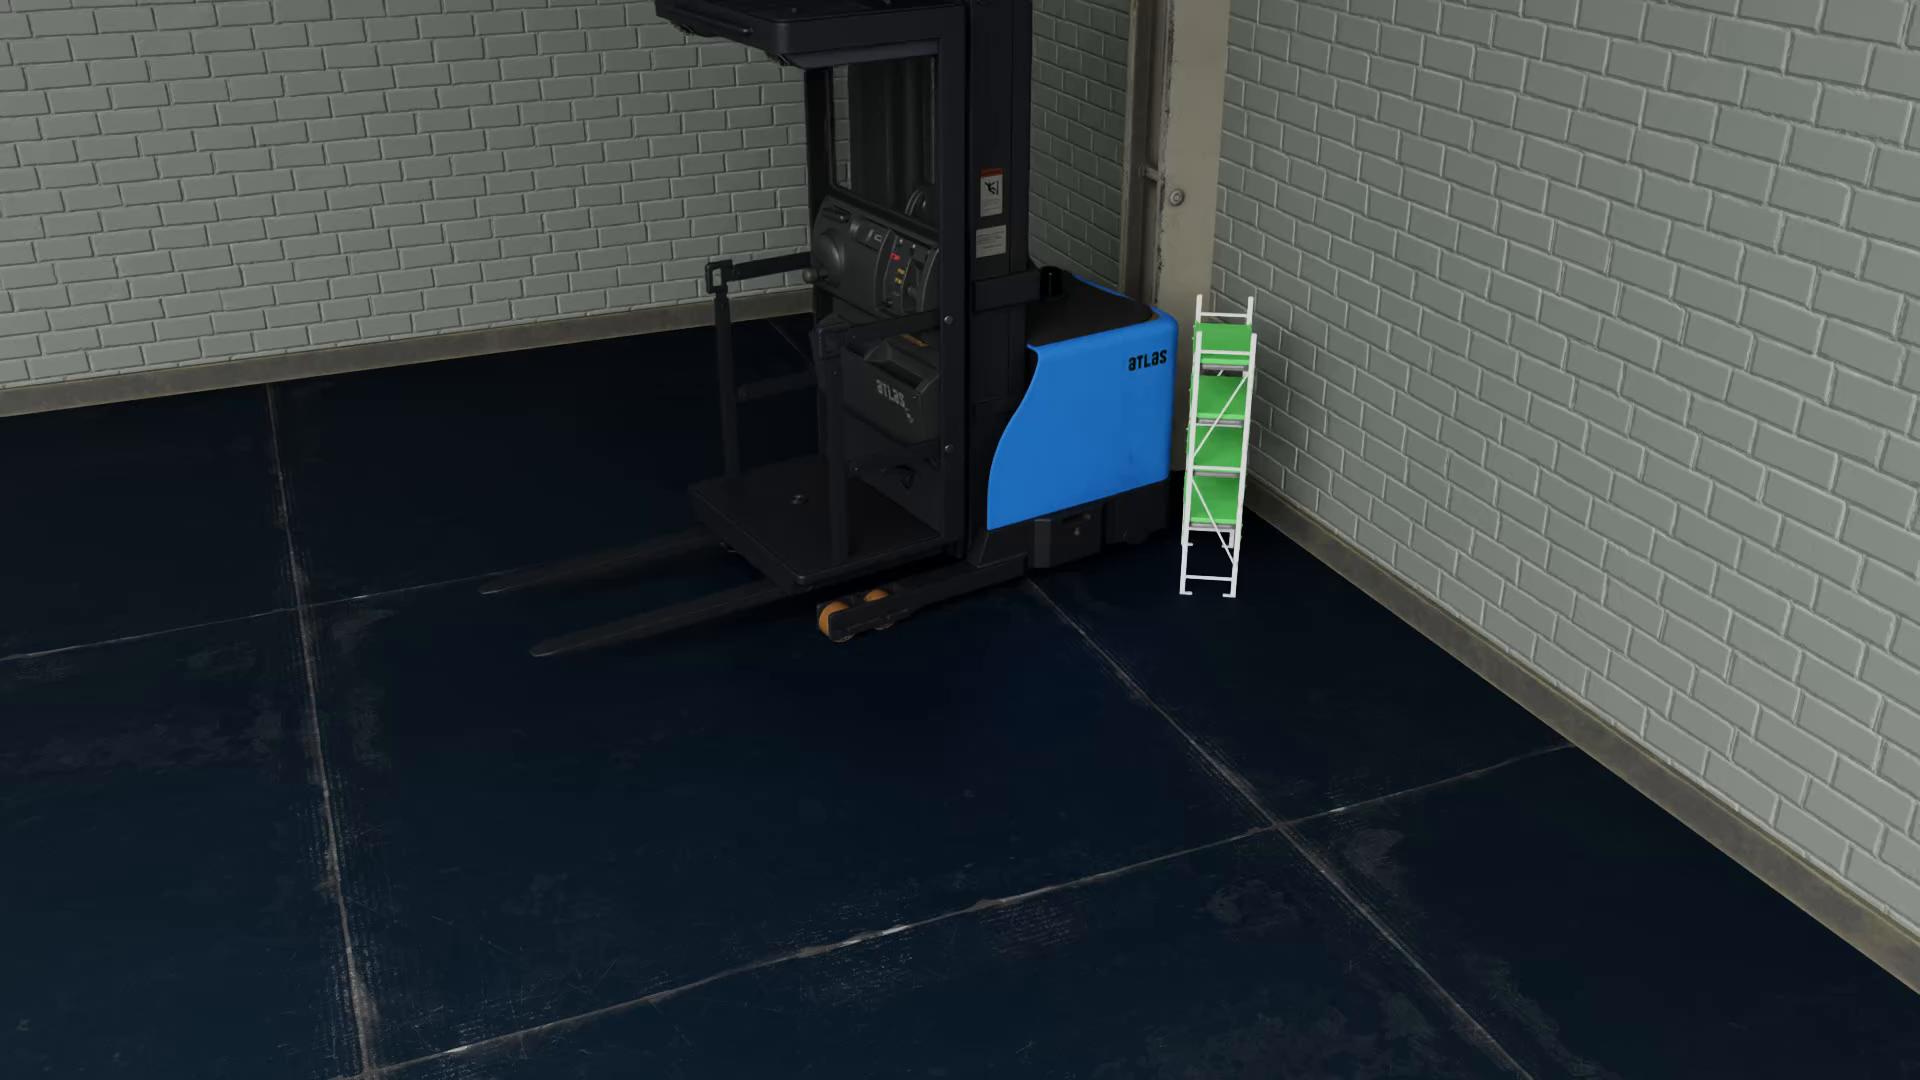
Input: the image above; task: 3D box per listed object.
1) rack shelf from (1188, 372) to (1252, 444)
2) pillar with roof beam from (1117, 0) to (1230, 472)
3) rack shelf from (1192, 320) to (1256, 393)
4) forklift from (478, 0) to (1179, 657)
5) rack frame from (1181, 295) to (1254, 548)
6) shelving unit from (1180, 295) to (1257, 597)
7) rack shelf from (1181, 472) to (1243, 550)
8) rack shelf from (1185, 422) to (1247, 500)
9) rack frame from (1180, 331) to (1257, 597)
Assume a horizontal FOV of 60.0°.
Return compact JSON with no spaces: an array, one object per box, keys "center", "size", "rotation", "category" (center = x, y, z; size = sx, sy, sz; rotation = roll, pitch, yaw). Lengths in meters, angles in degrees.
[{"center":[1.112,-0.564,7.137],"size":[0.258,0.148,0.480],"rotation":[3,26,7],"category":"rack shelf"},{"center":[-2.954,-3.732,5.137],"size":[9.100,9.000,0.400],"rotation":[-11,28,-21],"category":"pillar with roof beam"},{"center":[1.112,-0.780,7.032],"size":[0.258,0.148,0.480],"rotation":[3,26,7],"category":"rack shelf"},{"center":[-0.534,-1.158,6.781],"size":[3.031,2.935,1.130],"rotation":[-16,30,-29],"category":"forklift"},{"center":[1.144,-0.512,7.432],"size":[0.240,1.200,0.015],"rotation":[3,26,7],"category":"rack frame"},{"center":[1.112,-0.406,7.214],"size":[0.258,1.200,0.503],"rotation":[3,26,7],"category":"shelving unit"},{"center":[1.112,-0.133,7.348],"size":[0.258,0.148,0.480],"rotation":[3,26,7],"category":"rack shelf"},{"center":[1.112,-0.349,7.242],"size":[0.258,0.148,0.480],"rotation":[3,26,7],"category":"rack shelf"},{"center":[1.080,-0.300,6.997],"size":[0.240,1.200,0.015],"rotation":[3,26,7],"category":"rack frame"}]
